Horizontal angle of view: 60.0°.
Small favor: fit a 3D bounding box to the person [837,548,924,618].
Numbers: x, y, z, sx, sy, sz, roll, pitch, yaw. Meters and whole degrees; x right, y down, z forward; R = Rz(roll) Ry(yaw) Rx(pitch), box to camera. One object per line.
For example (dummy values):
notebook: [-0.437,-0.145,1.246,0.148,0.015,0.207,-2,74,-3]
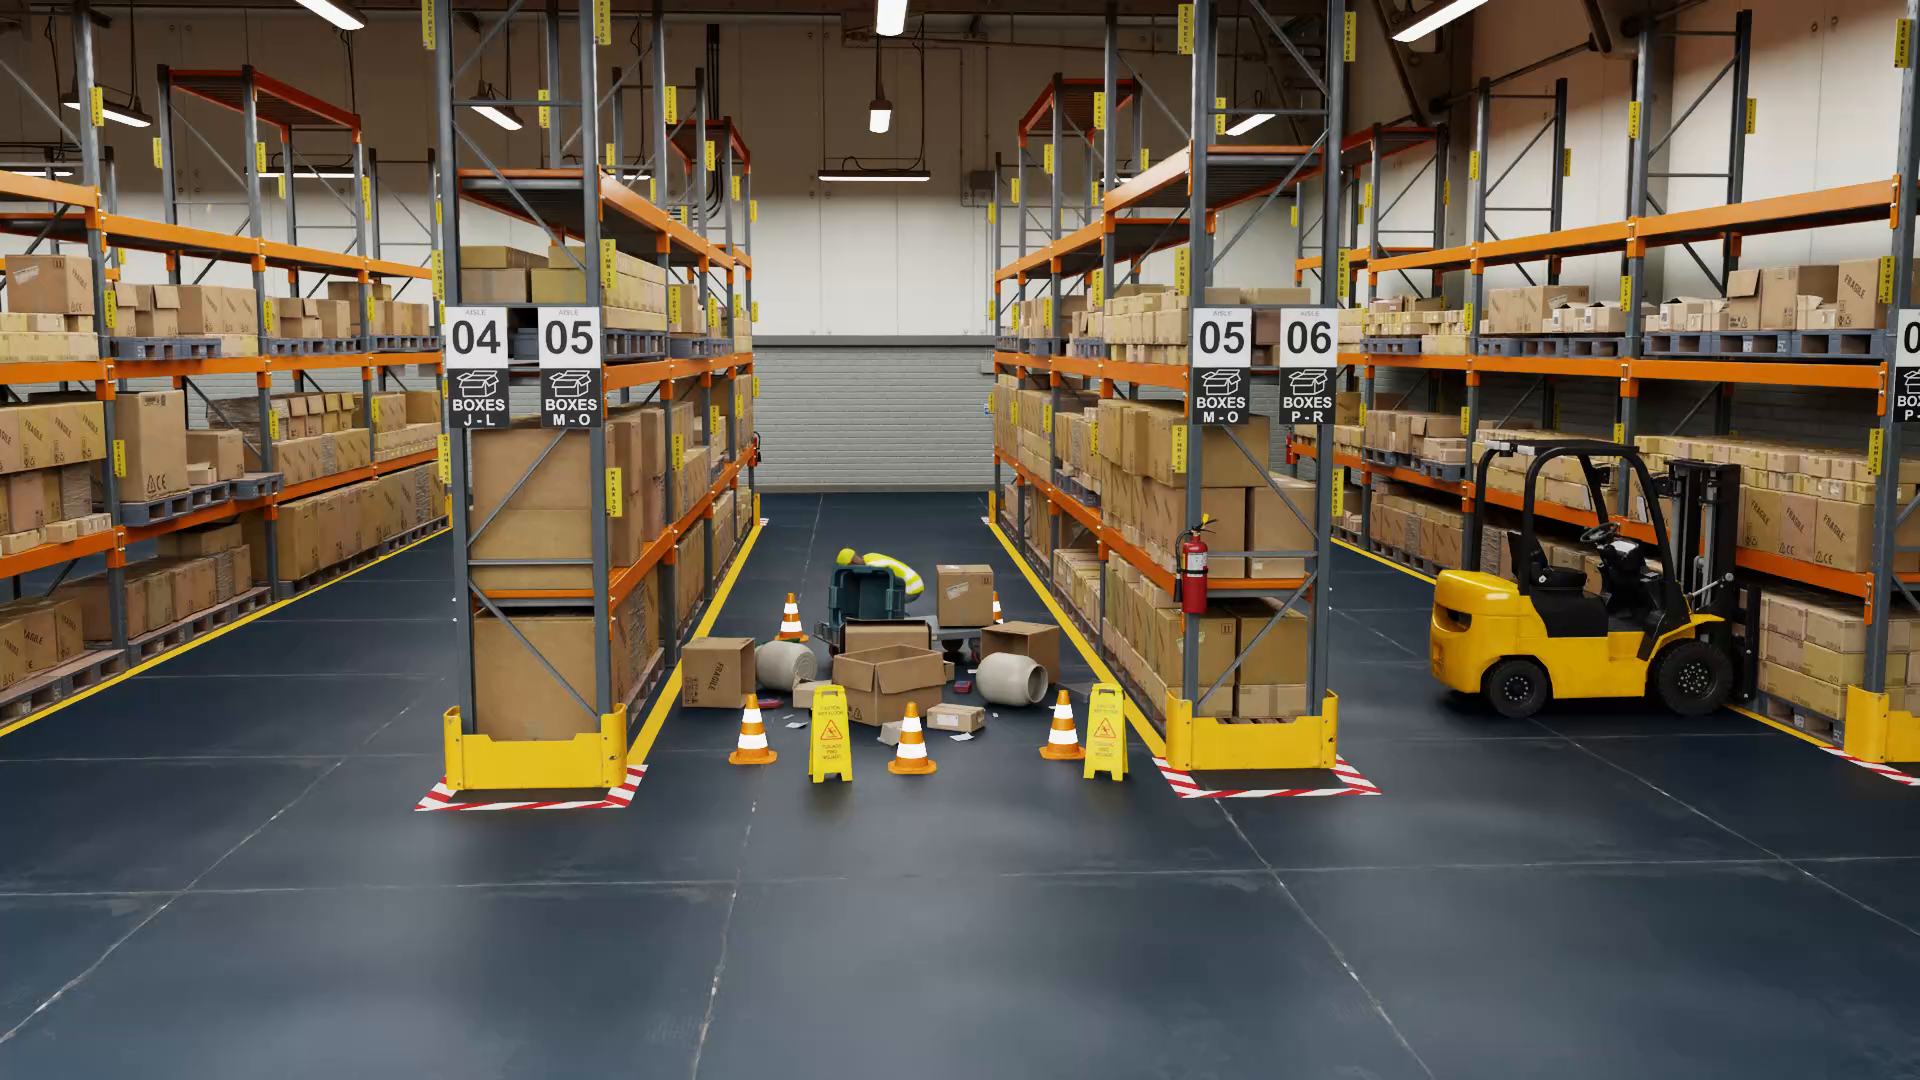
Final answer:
person: [-0.830,0.523,17.367,0.907,0.892,0.553,0,7,-4]
